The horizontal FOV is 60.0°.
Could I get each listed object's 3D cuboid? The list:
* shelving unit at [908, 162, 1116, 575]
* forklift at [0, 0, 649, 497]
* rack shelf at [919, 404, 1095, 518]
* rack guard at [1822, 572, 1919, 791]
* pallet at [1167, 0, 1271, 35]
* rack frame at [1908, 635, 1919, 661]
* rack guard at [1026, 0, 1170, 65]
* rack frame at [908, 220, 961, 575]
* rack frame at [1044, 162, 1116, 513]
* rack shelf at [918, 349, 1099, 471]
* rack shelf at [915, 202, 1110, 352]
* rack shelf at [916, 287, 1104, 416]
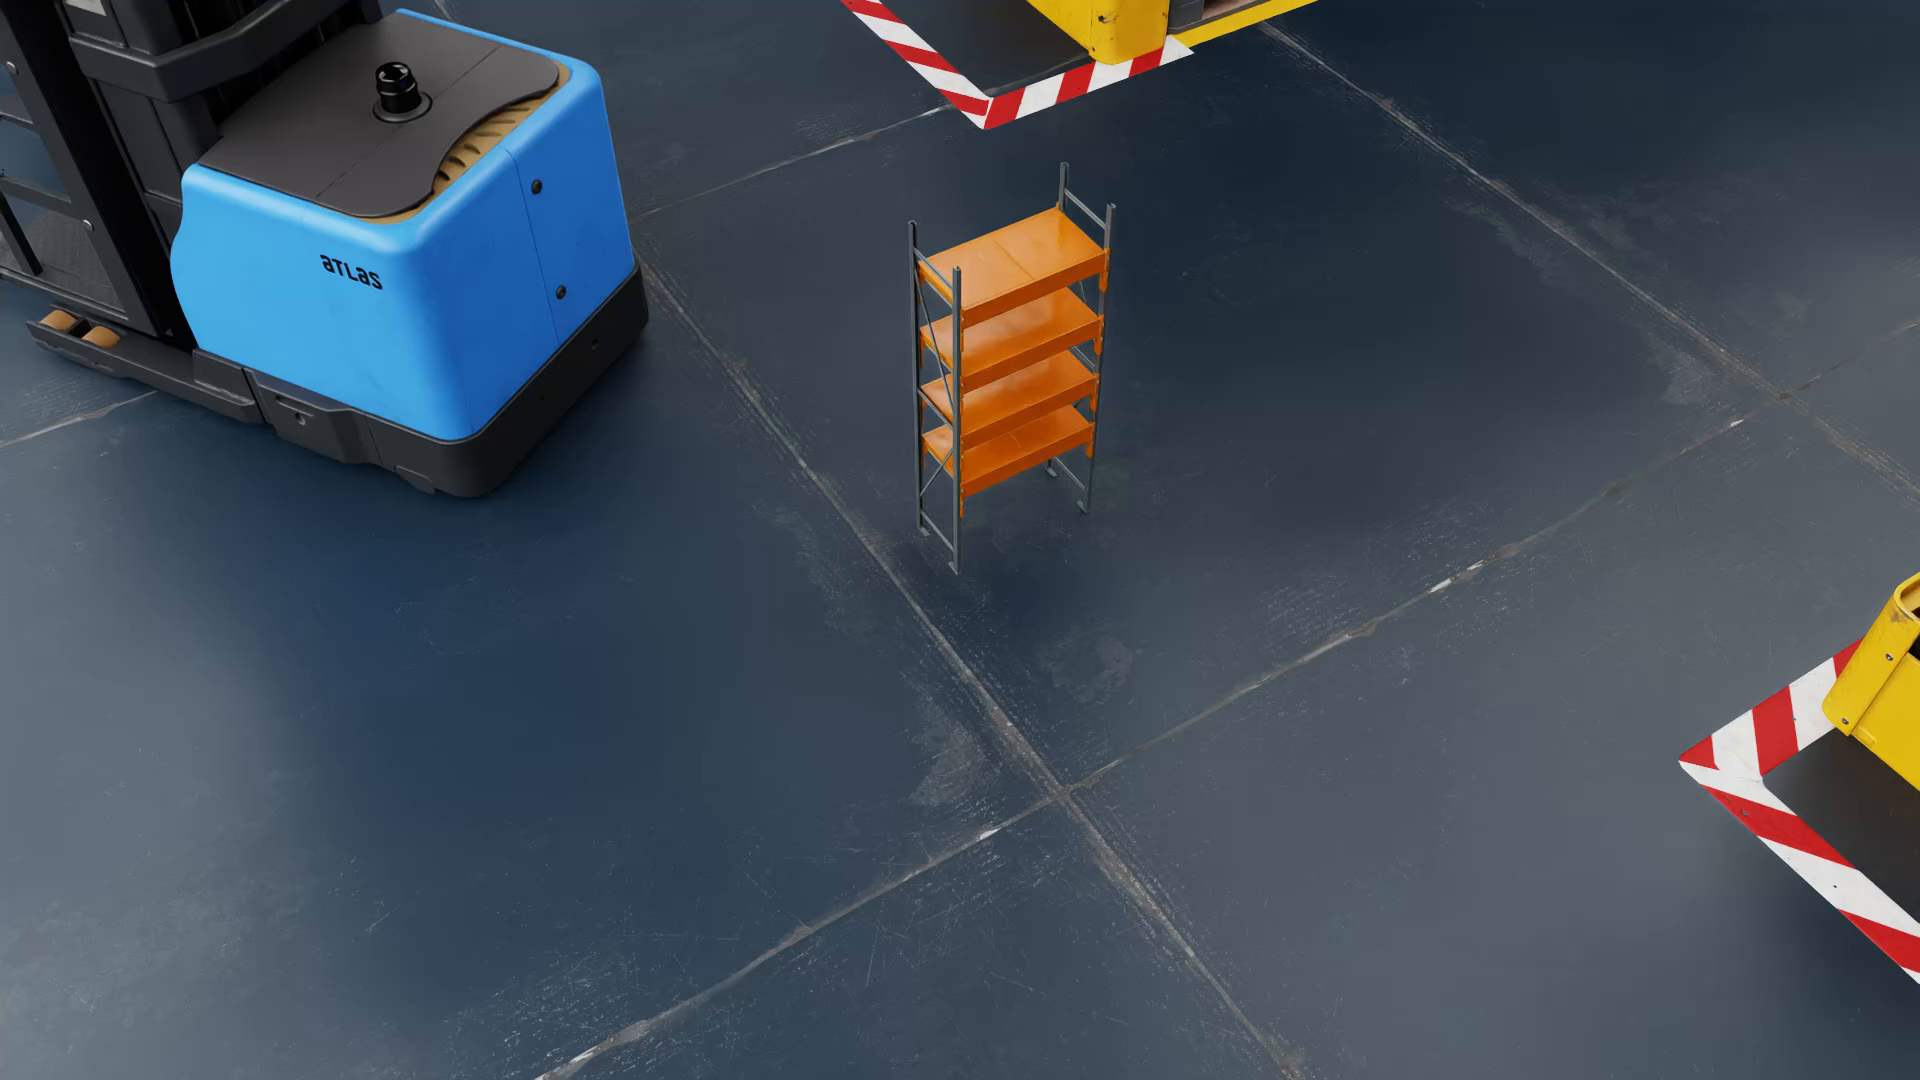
[{"bbox_3d":[0.140,-0.465,4.861,0.503,1.200,0.258,-25,53,-21],"label":"shelving unit"},{"bbox_3d":[-2.649,-1.881,4.962,3.031,2.935,1.130,20,51,17],"label":"forklift"},{"bbox_3d":[0.140,-0.288,5.059,0.480,0.148,0.258,-25,53,-21],"label":"rack shelf"},{"bbox_3d":[2.928,0.616,4.367,0.348,0.500,1.175,-25,53,-21],"label":"rack guard"},{"bbox_3d":[1.158,-2.802,7.604,1.213,0.211,1.003,-25,53,-21],"label":"pallet"},{"bbox_3d":[2.948,-0.225,3.442,0.127,3.000,1.000,-25,53,-21],"label":"rack frame"},{"bbox_3d":[0.452,-2.597,7.228,0.348,0.500,1.175,-25,53,-21],"label":"rack guard"},{"bbox_3d":[-0.066,-0.368,4.774,0.015,1.200,0.240,-25,53,-21],"label":"rack frame"},{"bbox_3d":[0.346,-0.562,4.947,0.015,1.200,0.240,-25,53,-21],"label":"rack frame"},{"bbox_3d":[0.140,-0.420,4.911,0.480,0.148,0.258,-25,53,-21],"label":"rack shelf"},{"bbox_3d":[0.140,-0.726,4.567,0.480,0.148,0.258,-25,53,-21],"label":"rack shelf"},{"bbox_3d":[0.140,-0.569,4.744,0.480,0.148,0.258,-25,53,-21],"label":"rack shelf"}]
